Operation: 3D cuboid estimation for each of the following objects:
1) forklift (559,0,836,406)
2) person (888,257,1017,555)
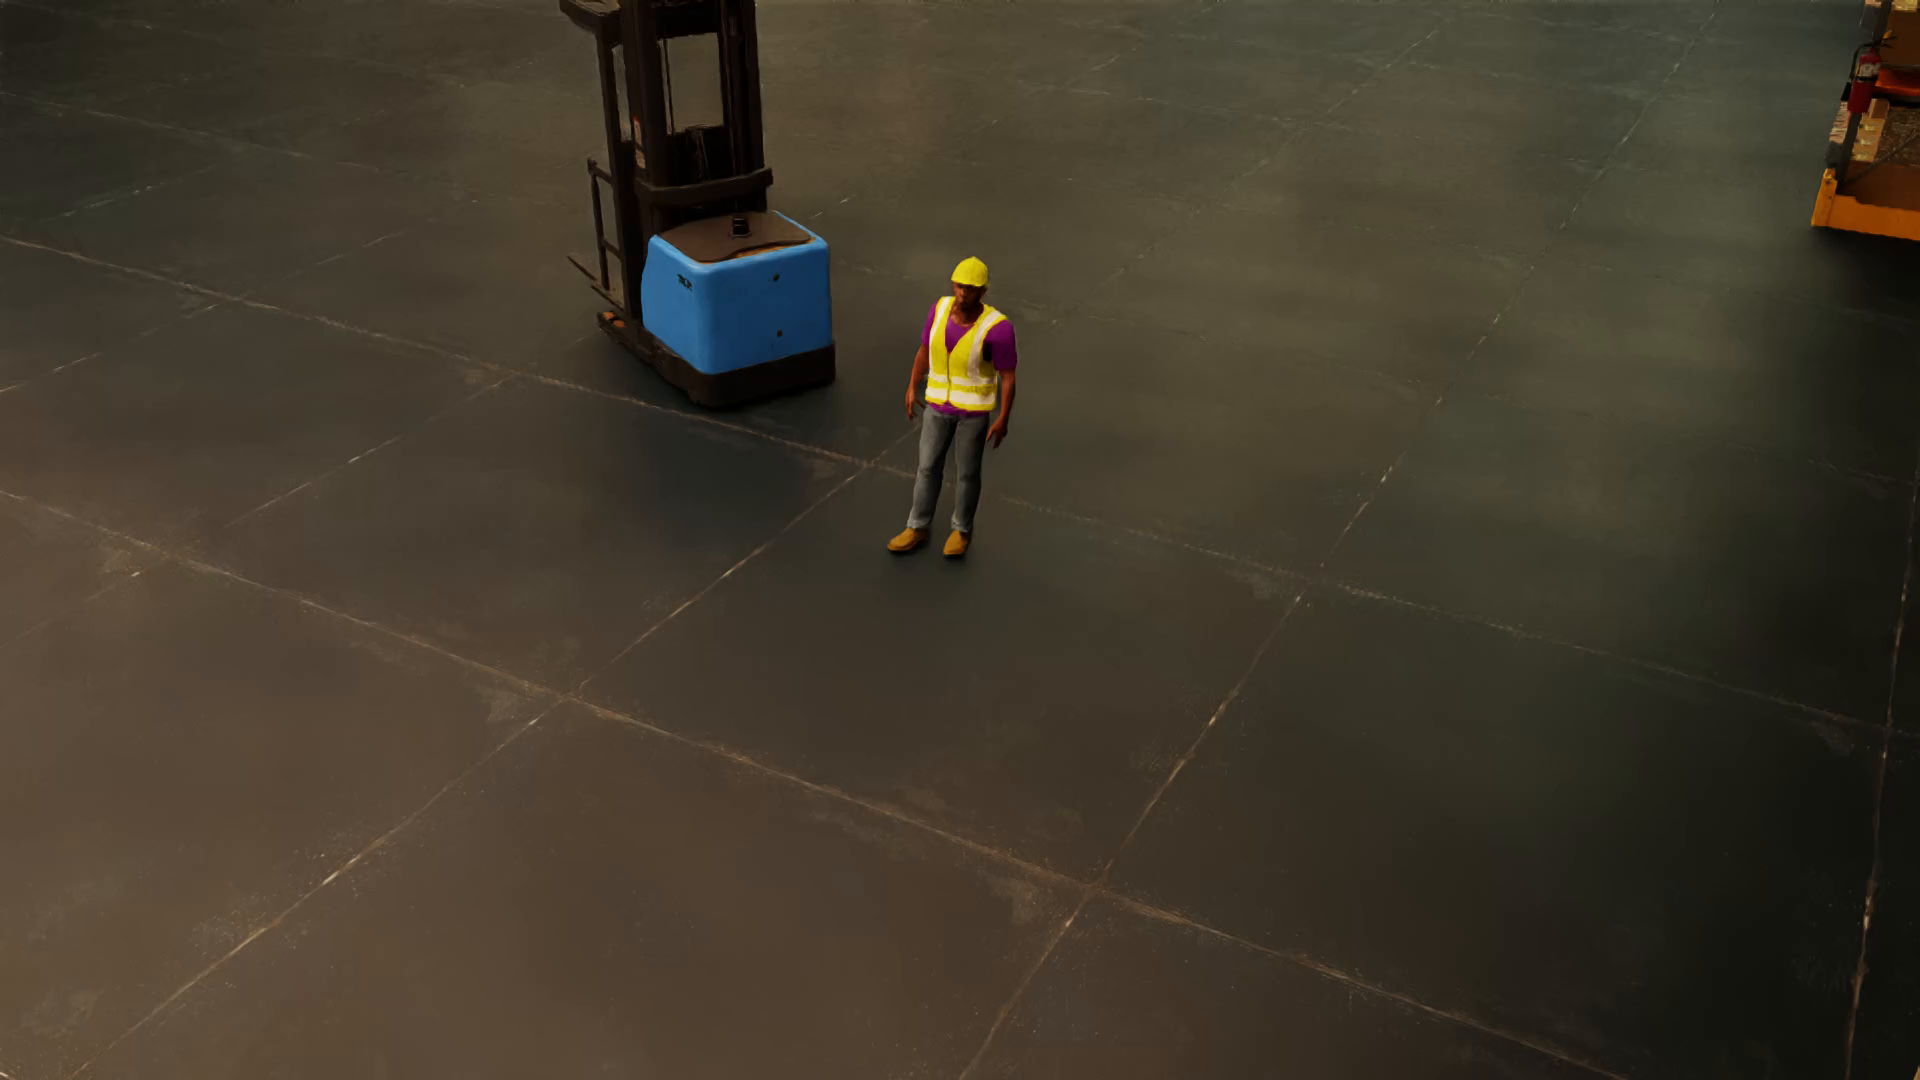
[{"bbox_3d":[-2.116,-2.883,12.066,1.130,2.935,3.031,-18,35,-28],"label":"forklift"},{"bbox_3d":[-0.039,-0.742,9.507,0.665,1.766,0.576,15,33,25],"label":"person"}]
